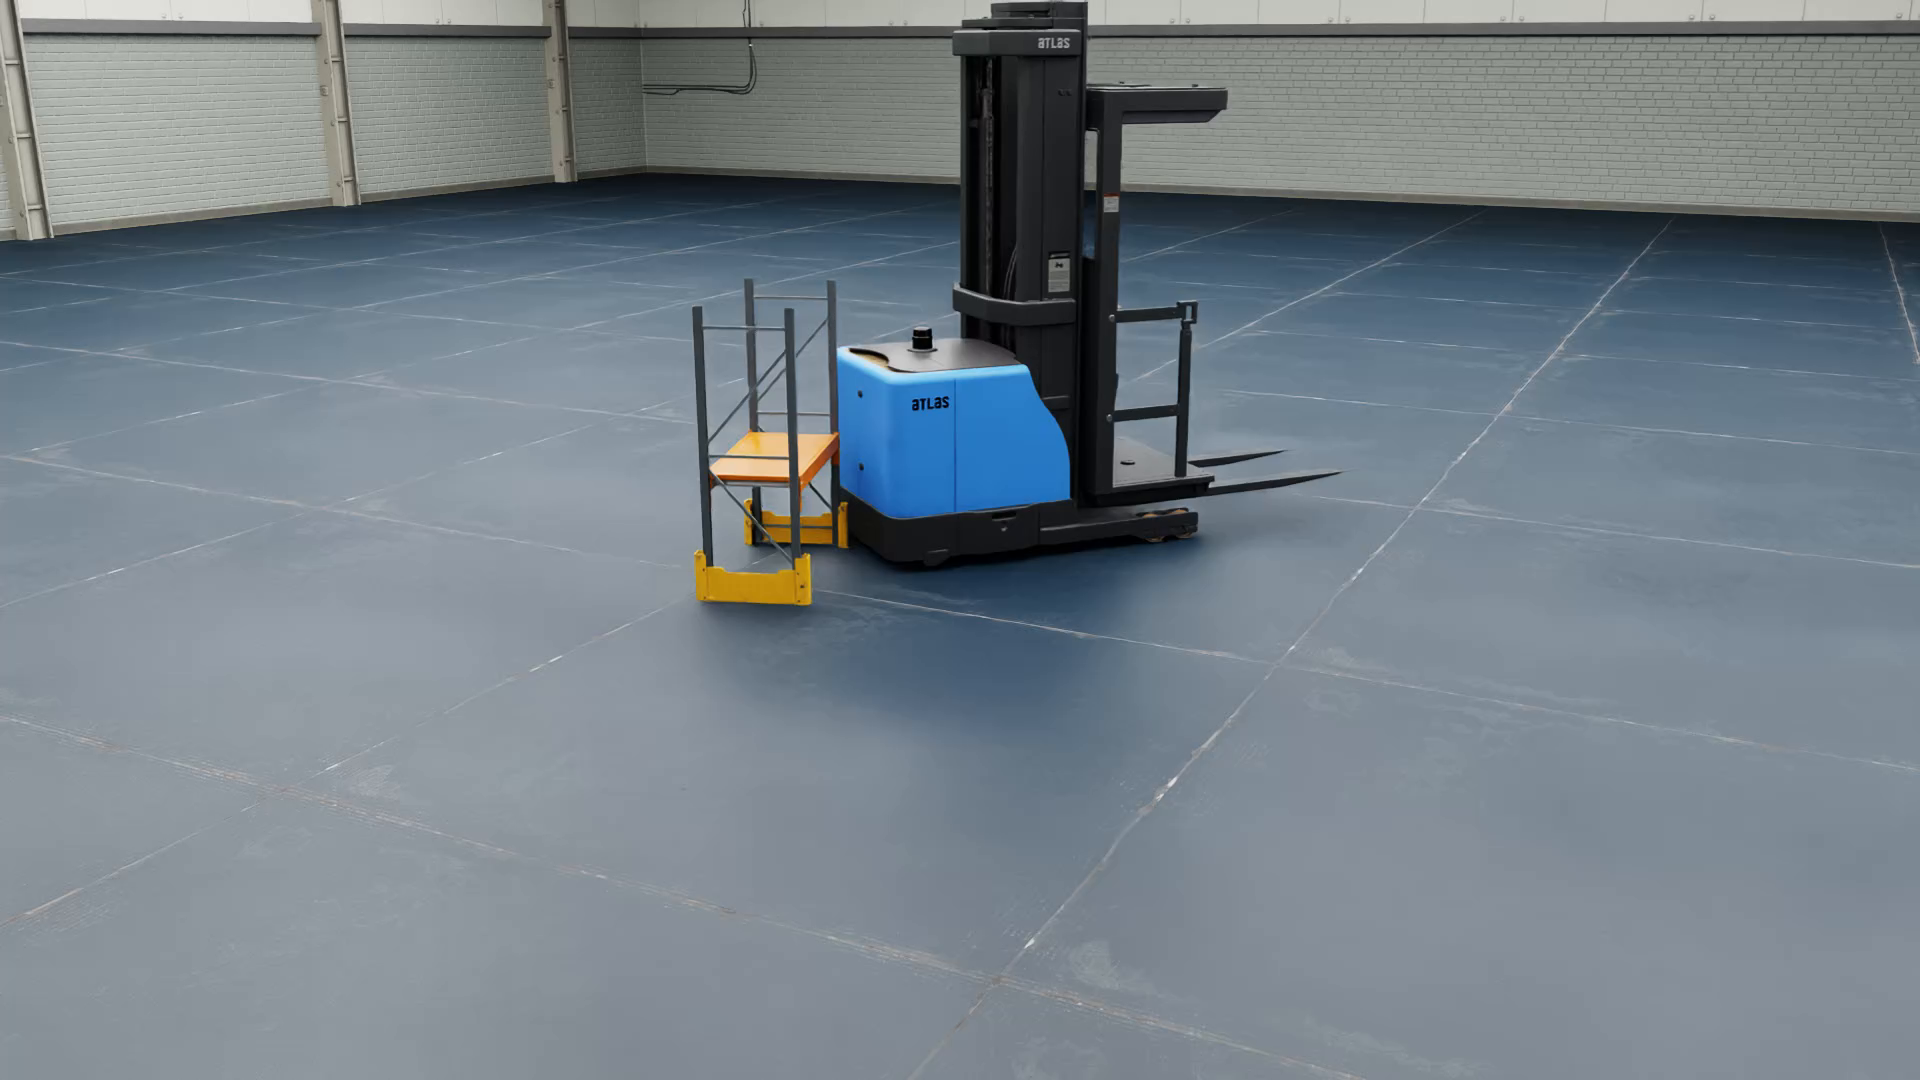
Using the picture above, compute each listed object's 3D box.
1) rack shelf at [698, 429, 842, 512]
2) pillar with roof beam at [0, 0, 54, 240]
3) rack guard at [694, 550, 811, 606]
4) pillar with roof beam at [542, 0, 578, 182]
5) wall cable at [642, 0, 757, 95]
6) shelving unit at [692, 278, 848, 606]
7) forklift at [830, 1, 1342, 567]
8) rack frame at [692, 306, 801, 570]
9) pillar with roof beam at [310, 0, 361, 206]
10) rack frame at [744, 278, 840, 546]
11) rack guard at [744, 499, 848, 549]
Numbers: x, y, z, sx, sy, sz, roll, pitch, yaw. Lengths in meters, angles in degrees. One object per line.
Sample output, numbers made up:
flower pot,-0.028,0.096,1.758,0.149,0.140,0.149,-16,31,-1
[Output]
rack shelf,-0.987,-0.379,8.799,0.538,0.185,1.000,2,17,7
pillar with roof beam,-9.746,-8.199,21.324,9.100,9.000,0.400,8,18,25
rack guard,-1.051,0.191,8.444,0.587,0.250,0.087,2,17,7
pillar with roof beam,-4.384,-11.255,31.615,9.100,9.000,0.400,8,18,25
wall cable,-5.736,-10.897,35.861,3.097,2.526,0.112,8,18,25
shelving unit,-0.988,-0.549,8.739,0.587,1.500,1.083,2,17,7
forklift,0.813,-1.519,9.491,3.031,2.935,1.130,-7,18,-23
rack frame,-1.051,-0.408,8.264,0.500,1.500,0.032,2,17,7
pillar with roof beam,-7.065,-9.727,26.469,9.100,9.000,0.400,8,18,25
rack frame,-0.923,-0.695,9.231,0.500,1.500,0.032,2,17,7
rack guard,-0.925,-0.091,9.391,0.587,0.250,0.087,2,17,7
